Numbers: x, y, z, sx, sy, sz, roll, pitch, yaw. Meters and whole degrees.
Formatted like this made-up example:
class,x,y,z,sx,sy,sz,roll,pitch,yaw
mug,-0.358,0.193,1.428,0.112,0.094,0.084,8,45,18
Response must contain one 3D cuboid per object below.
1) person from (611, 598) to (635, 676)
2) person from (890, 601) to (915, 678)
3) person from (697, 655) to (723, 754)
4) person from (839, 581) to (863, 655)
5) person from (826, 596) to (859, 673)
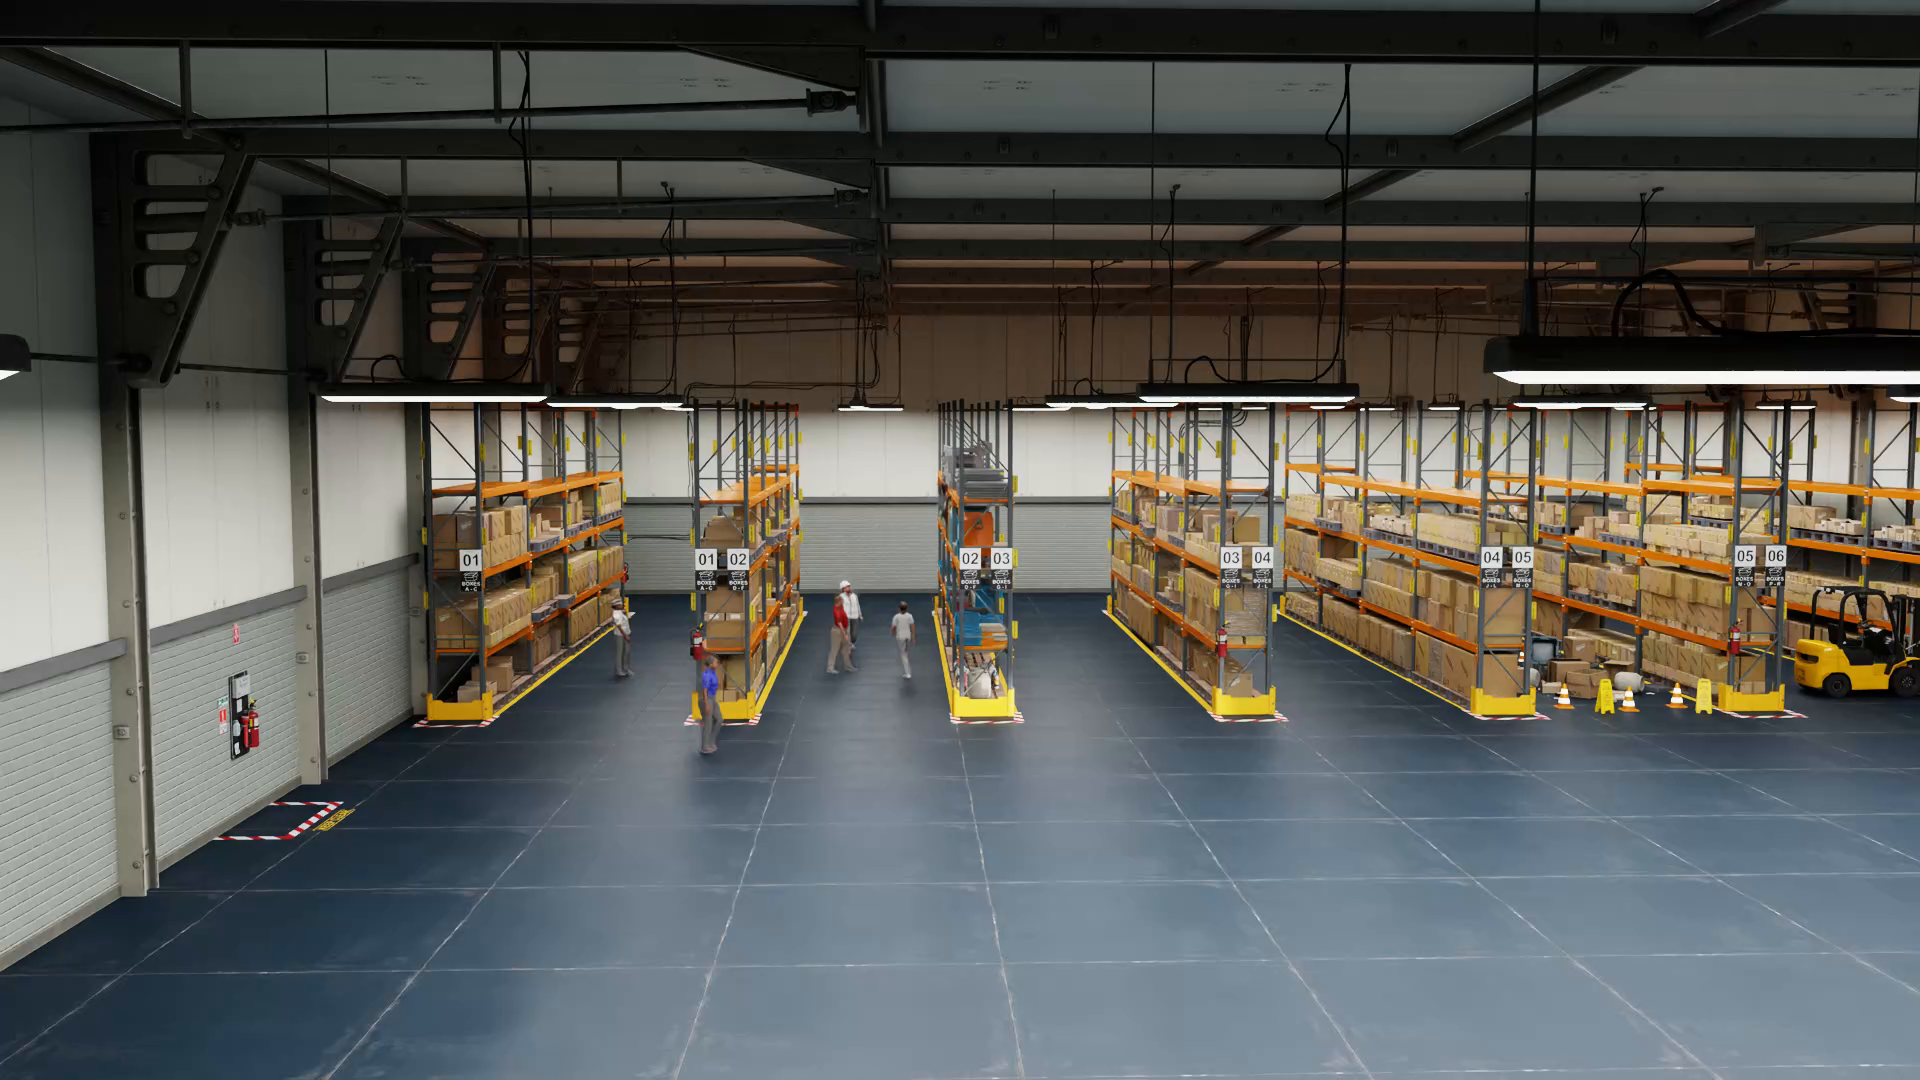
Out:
class,x,y,z,sx,sy,sz,roll,pitch,yaw
person,-7.371,2.132,36.455,0.547,1.704,0.528,2,5,22
person,-1.262,2.176,35.999,0.505,1.715,0.646,-3,5,-37
person,-4.245,2.789,28.137,0.359,1.693,0.596,1,4,10
person,-2.627,1.835,39.433,0.629,1.726,0.956,-1,4,-11
person,-2.595,2.065,36.521,0.621,1.728,0.708,1,4,8
